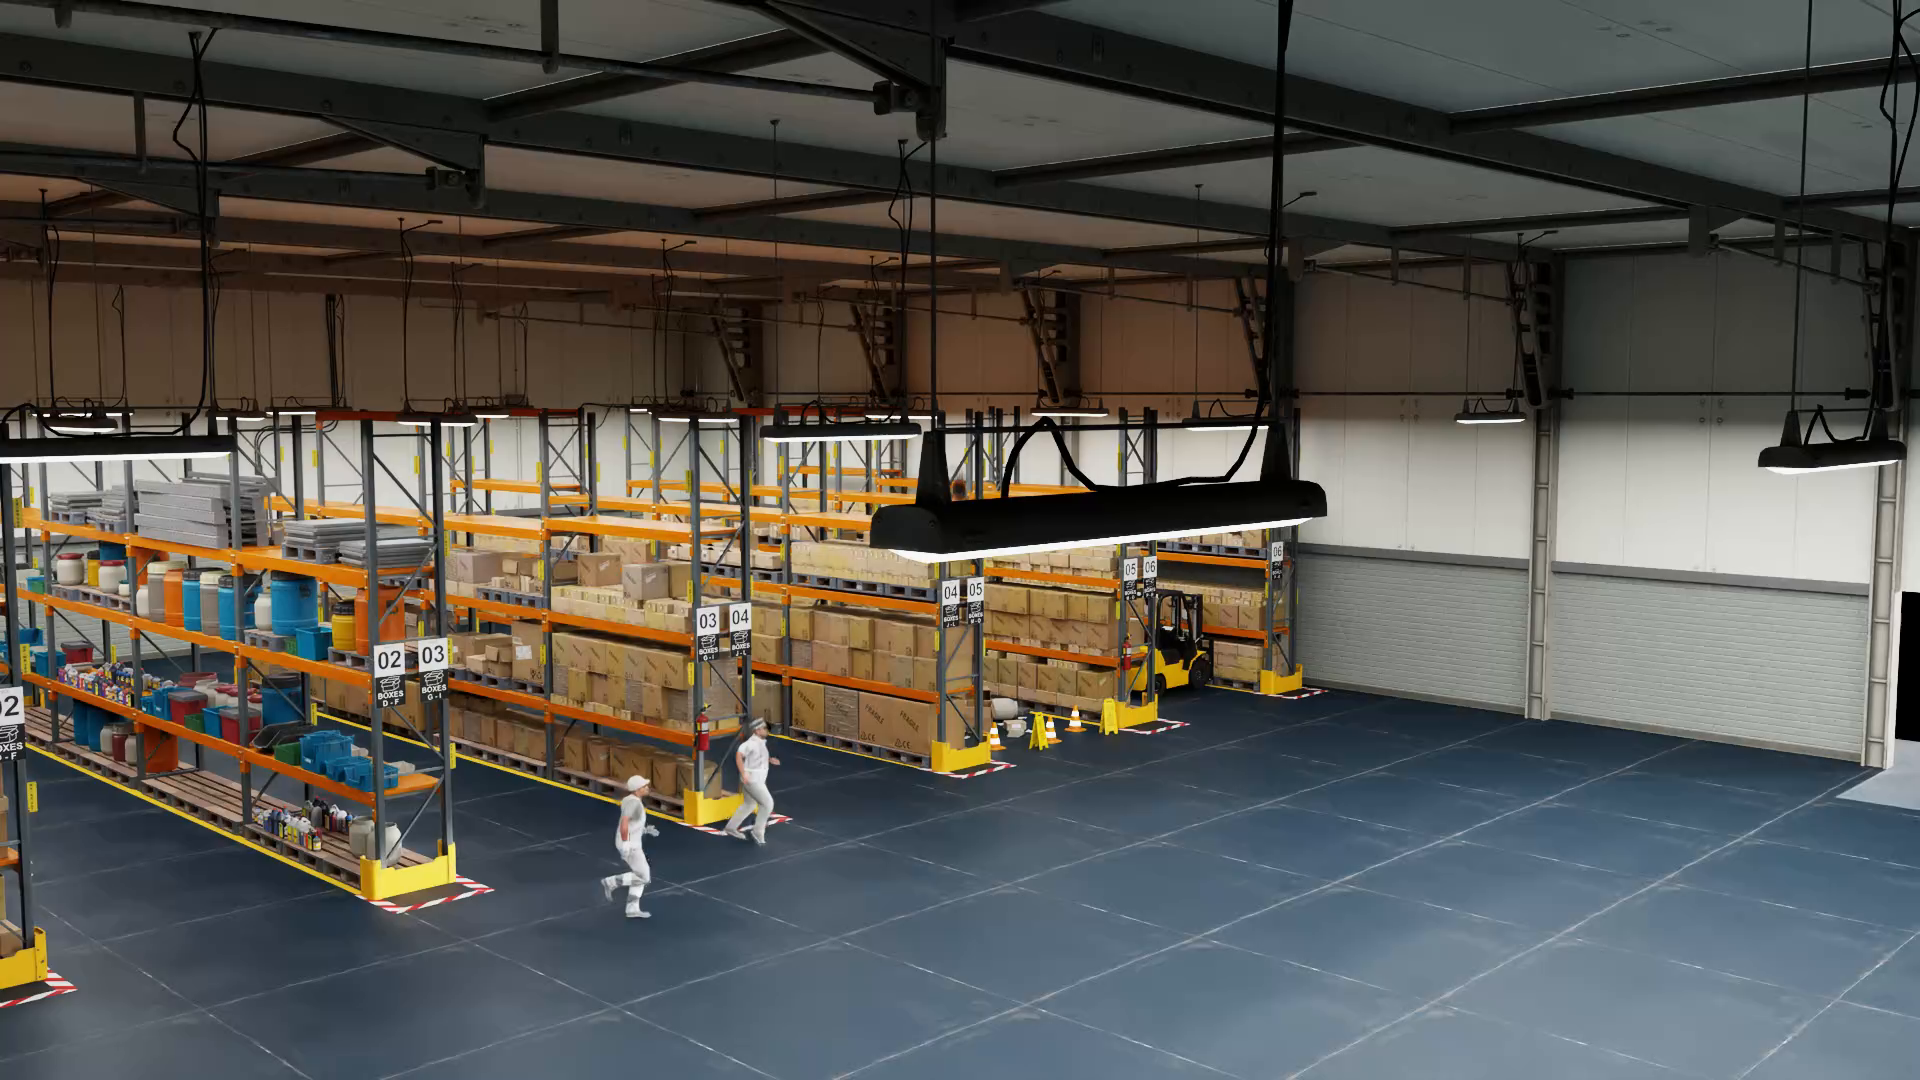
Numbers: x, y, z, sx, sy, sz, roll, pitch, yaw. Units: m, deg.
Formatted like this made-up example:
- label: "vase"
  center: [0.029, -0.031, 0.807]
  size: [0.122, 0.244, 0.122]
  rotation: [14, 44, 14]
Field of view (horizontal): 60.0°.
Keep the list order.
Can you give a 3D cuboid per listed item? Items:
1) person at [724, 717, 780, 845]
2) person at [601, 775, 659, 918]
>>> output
- label: "person"
  center: [-2.935, 3.413, 23.394]
  size: [0.796, 1.869, 0.688]
  rotation: [0, 5, -1]
- label: "person"
  center: [-3.978, 3.708, 20.051]
  size: [0.709, 1.734, 0.703]
  rotation: [-1, 5, -15]
